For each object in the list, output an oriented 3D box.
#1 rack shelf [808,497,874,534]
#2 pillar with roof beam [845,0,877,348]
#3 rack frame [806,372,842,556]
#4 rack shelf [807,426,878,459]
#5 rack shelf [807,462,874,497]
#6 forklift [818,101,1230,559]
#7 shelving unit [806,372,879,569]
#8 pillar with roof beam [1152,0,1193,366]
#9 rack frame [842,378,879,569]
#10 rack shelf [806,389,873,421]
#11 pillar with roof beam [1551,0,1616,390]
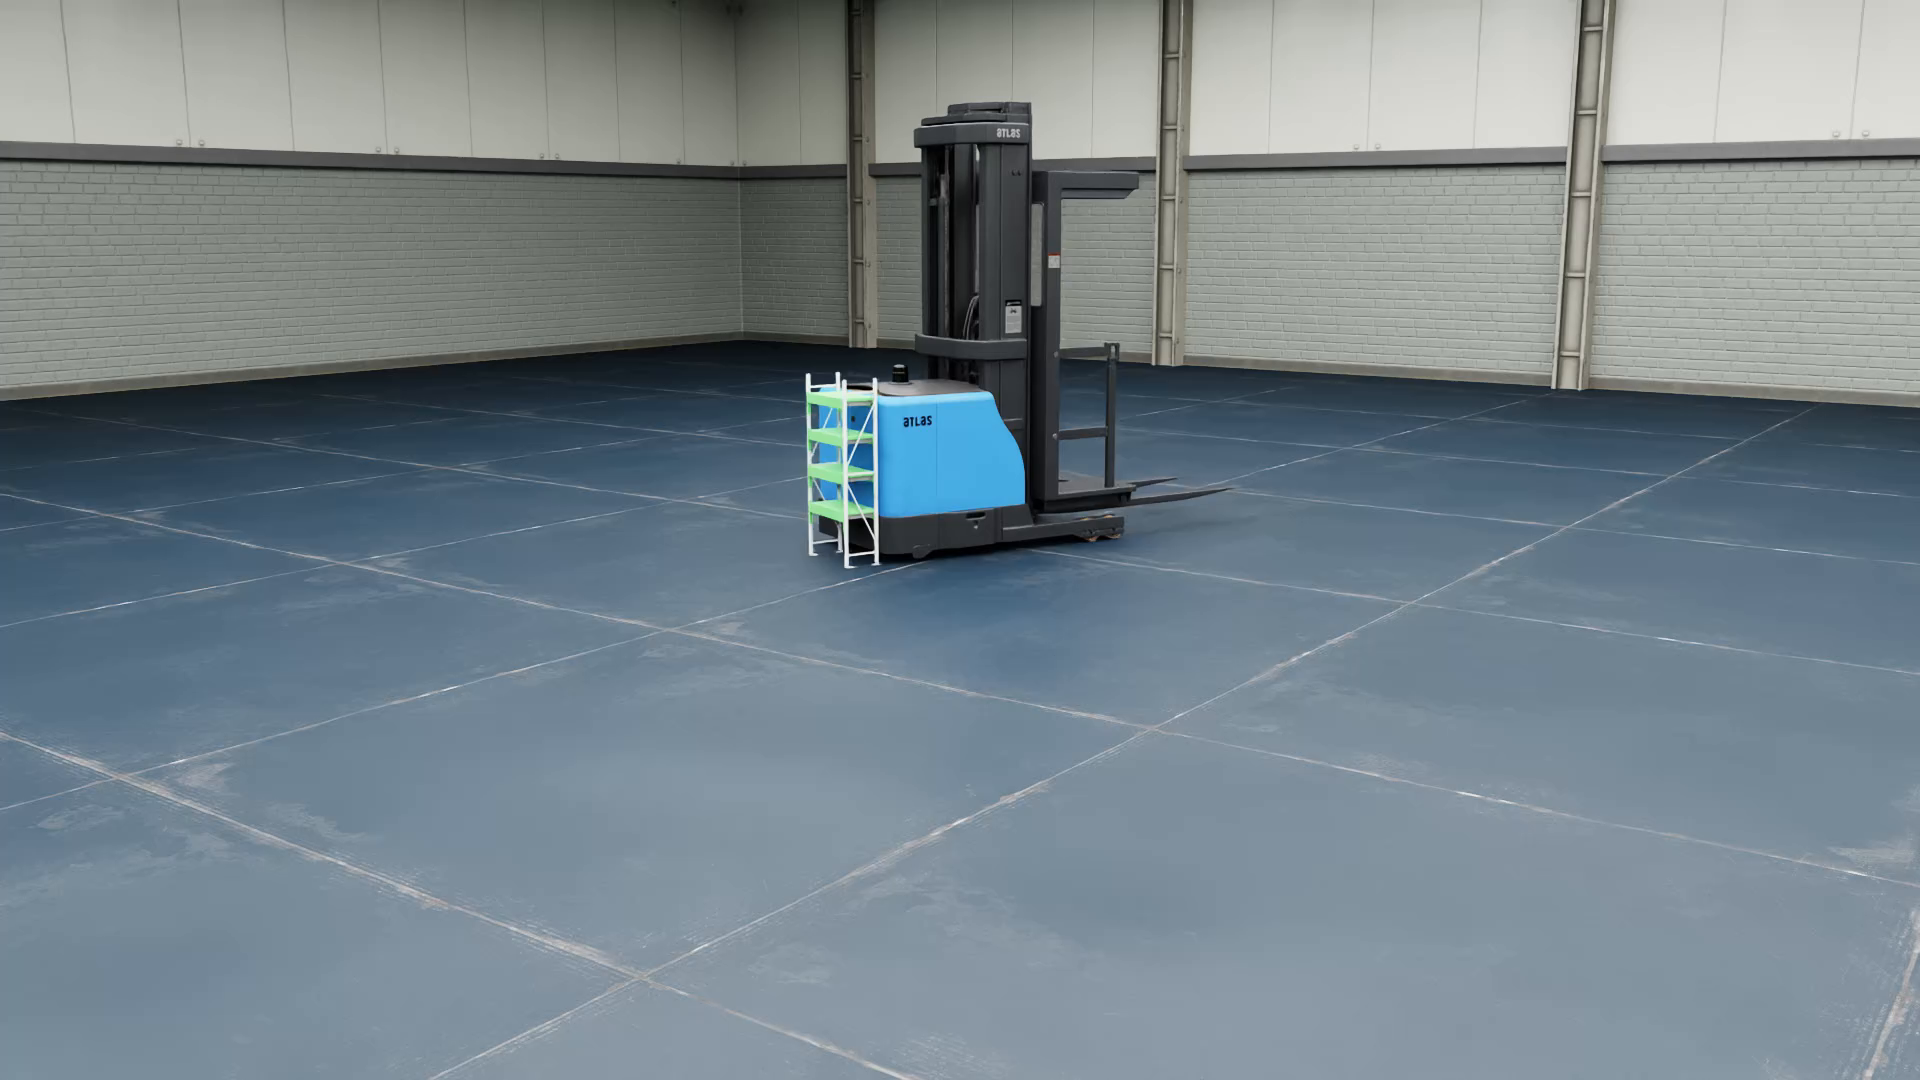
[{"bbox_3d":[-0.761,-0.159,10.795,0.258,0.148,0.480,-7,13,-32],"label":"rack shelf"},{"bbox_3d":[-4.222,-7.097,24.524,0.400,9.000,9.100,8,13,36],"label":"pillar with roof beam"},{"bbox_3d":[-0.892,-0.497,10.939,0.240,1.200,0.015,-7,13,-32],"label":"rack frame"},{"bbox_3d":[-0.761,-0.631,10.704,0.258,0.148,0.480,-7,13,-32],"label":"rack shelf"},{"bbox_3d":[-0.761,-0.395,10.749,0.258,0.148,0.480,-7,13,-32],"label":"rack shelf"},{"bbox_3d":[0.549,-1.504,11.588,3.031,2.935,1.130,-7,13,-31],"label":"forklift"},{"bbox_3d":[-0.761,-0.458,10.737,0.258,1.200,0.503,-7,13,-32],"label":"shelving unit"},{"bbox_3d":[0.614,-6.423,21.037,0.400,9.000,9.100,8,13,36],"label":"pillar with roof beam"},{"bbox_3d":[-0.630,-0.419,10.535,0.240,1.200,0.015,-7,13,-32],"label":"rack frame"},{"bbox_3d":[-0.761,-0.866,10.658,0.258,0.148,0.480,-7,13,-32],"label":"rack shelf"},{"bbox_3d":[5.450,-5.748,17.550,0.400,9.000,9.100,8,13,36],"label":"pillar with roof beam"}]
